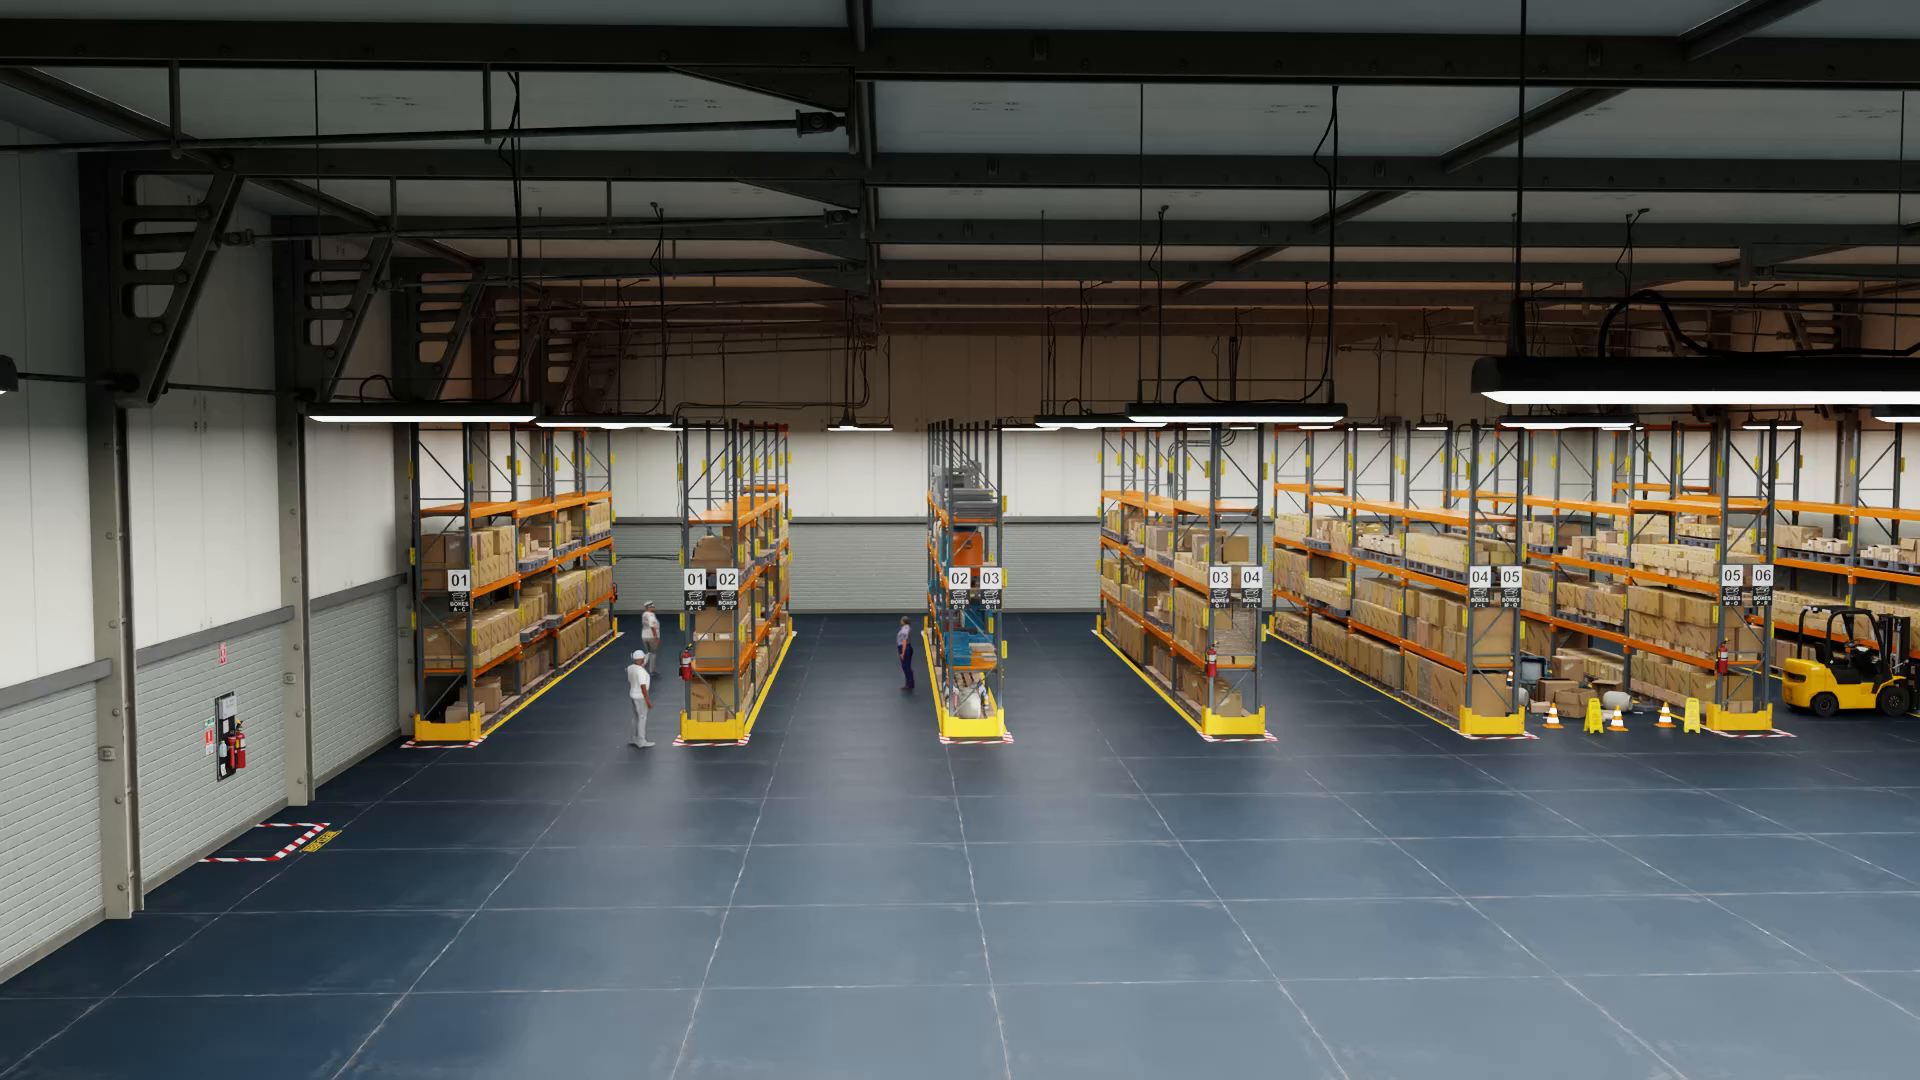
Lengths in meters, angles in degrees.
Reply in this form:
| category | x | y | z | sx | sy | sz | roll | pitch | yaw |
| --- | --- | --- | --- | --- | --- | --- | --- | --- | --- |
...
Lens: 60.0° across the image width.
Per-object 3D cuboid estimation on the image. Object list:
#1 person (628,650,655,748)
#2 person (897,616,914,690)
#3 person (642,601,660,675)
| category | x | y | z | sx | sy | sz | roll | pitch | yaw |
| --- | --- | --- | --- | --- | --- | --- | --- | --- | --- |
| person | -5.839 | 2.906 | 30.444 | 0.445 | 1.794 | 0.635 | -1 | 4 | -20 |
| person | -1.222 | 2.534 | 37.182 | 0.391 | 1.684 | 0.571 | 0 | 4 | 3 |
| person | -7.308 | 2.314 | 39.265 | 0.538 | 1.779 | 0.521 | 3 | 4 | 34 |
